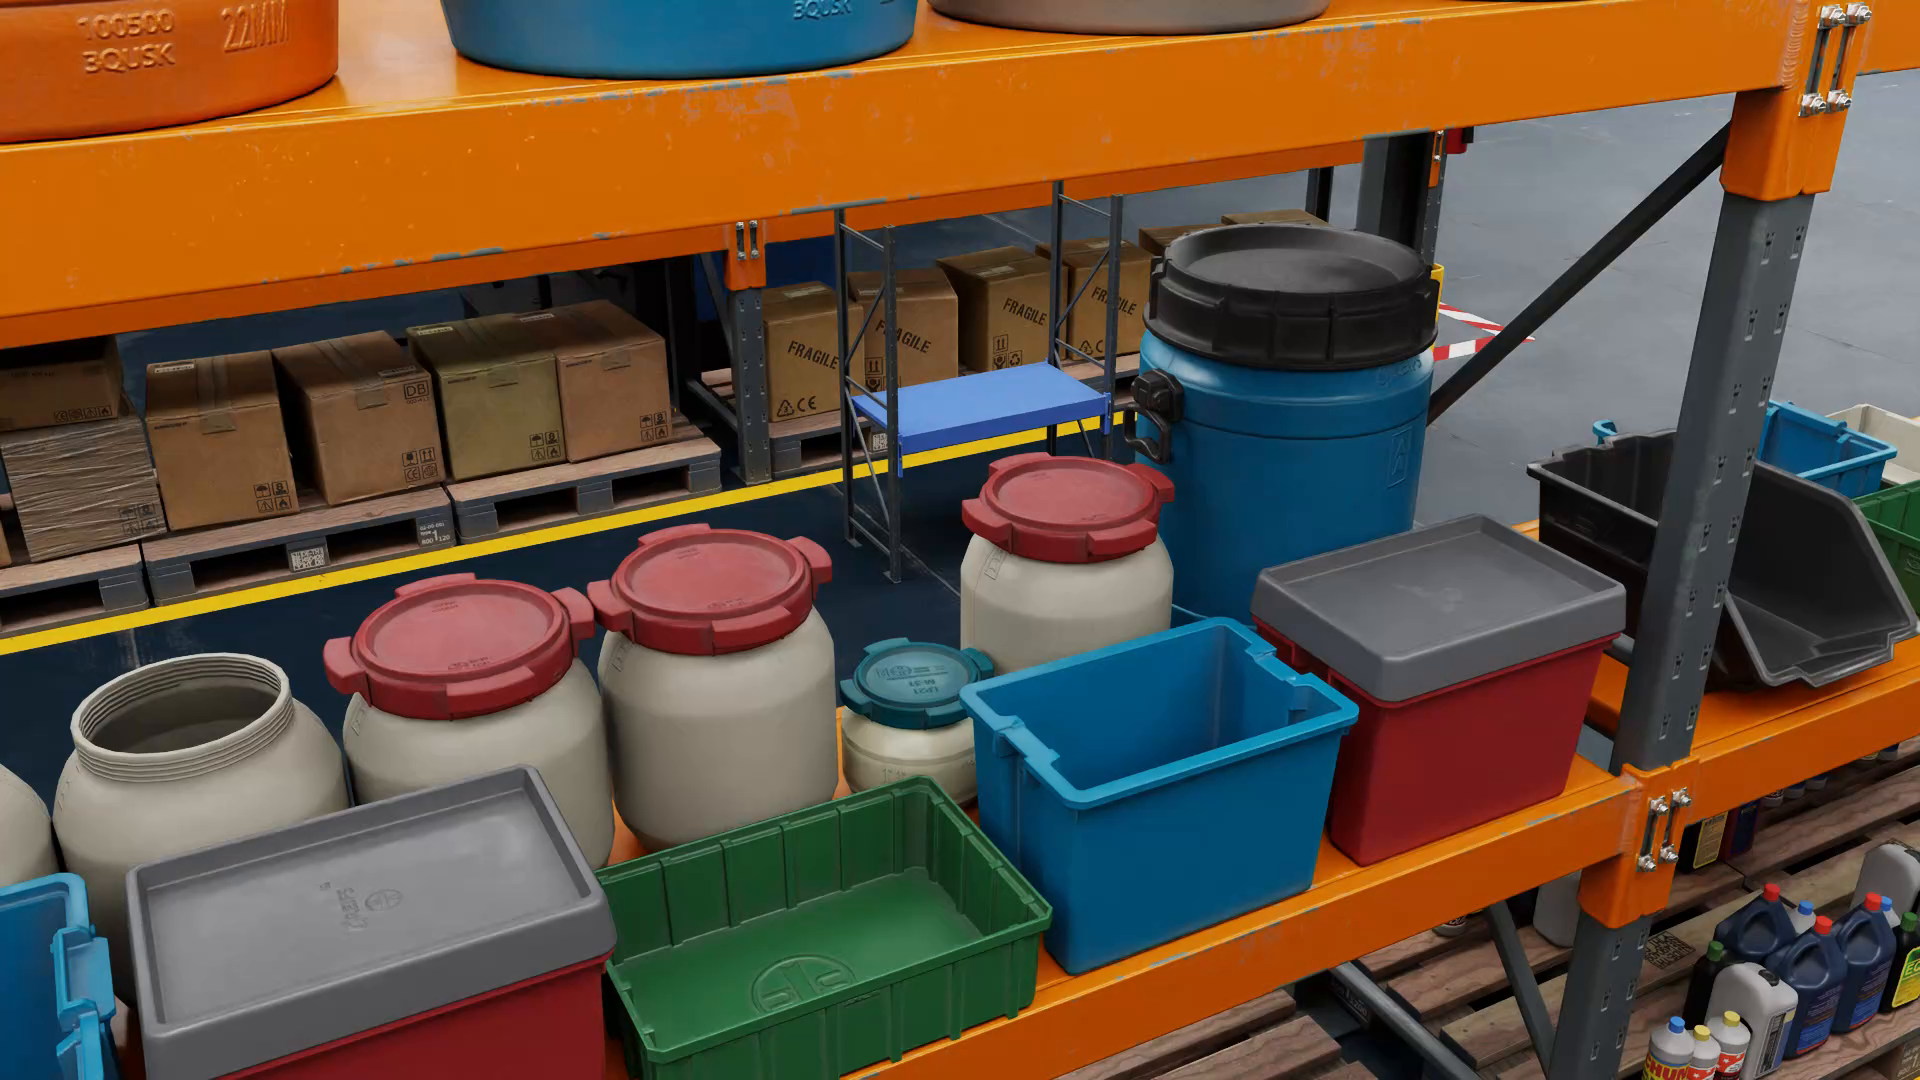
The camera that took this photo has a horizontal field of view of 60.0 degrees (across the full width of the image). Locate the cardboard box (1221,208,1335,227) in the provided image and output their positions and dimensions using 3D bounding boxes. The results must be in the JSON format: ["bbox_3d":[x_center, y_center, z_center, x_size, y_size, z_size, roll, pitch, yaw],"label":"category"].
[{"bbox_3d":[1.799,-1.556,9.428,0.500,0.500,0.500,-8,27,-16],"label":"cardboard box"}]

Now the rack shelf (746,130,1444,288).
[{"bbox_3d":[0.593,-1.883,8.537,4.000,0.370,1.077,-13,29,-25],"label":"rack shelf"}]

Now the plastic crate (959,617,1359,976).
[{"bbox_3d":[0.332,0.443,2.881,0.575,0.384,0.392,-13,29,-25],"label":"plastic crate"}]

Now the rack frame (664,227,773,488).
[{"bbox_3d":[-1.171,-1.800,7.533,0.127,3.000,1.000,-13,29,-25],"label":"rack frame"}]

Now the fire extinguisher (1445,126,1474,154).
[{"bbox_3d":[2.676,-2.427,8.928,0.183,0.674,0.296,-13,29,-25],"label":"fire extinguisher"}]

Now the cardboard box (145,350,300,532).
[{"bbox_3d":[-3.139,-0.436,7.073,0.500,0.500,0.700,-11,28,-21],"label":"cardboard box"}]

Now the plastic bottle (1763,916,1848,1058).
[{"bbox_3d":[2.067,1.082,4.083,0.185,0.351,0.144,-12,28,-24],"label":"plastic bottle"}]

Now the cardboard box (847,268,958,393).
[{"bbox_3d":[-0.298,-1.048,8.370,0.500,0.500,0.500,-4,26,-9],"label":"cardboard box"}]

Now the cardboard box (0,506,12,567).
[{"bbox_3d":[-4.119,-0.200,6.582,0.500,0.500,0.700,-15,29,-28],"label":"cardboard box"}]

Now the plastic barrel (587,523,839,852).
[{"bbox_3d":[-0.435,0.291,3.021,0.433,0.535,0.433,0,26,0],"label":"plastic barrel"}]

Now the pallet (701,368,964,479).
[{"bbox_3d":[-0.595,-0.693,8.449,1.213,0.211,1.003,-13,29,-25],"label":"pallet"}]

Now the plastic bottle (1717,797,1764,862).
[{"bbox_3d":[2.242,0.781,4.788,0.133,0.283,0.061,-13,29,-25],"label":"plastic bottle"}]

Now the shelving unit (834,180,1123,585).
[{"bbox_3d":[0.075,-0.693,6.962,1.048,1.500,0.538,-13,29,-25],"label":"shelving unit"}]

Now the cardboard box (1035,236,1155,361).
[{"bbox_3d":[0.727,-1.301,8.897,0.500,0.500,0.500,-10,27,-20],"label":"cardboard box"}]

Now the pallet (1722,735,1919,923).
[{"bbox_3d":[2.849,0.978,4.969,1.213,0.211,1.003,-13,29,-25],"label":"pallet"}]

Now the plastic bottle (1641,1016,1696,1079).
[{"bbox_3d":[1.647,1.226,3.875,0.097,0.271,0.097,0,26,0],"label":"plastic bottle"}]

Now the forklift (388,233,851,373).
[{"bbox_3d":[-2.138,-2.296,8.646,3.031,2.935,1.130,-14,29,-26],"label":"forklift"}]

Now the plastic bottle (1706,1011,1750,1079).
[{"bbox_3d":[1.826,1.216,3.976,0.097,0.201,0.097,0,26,0],"label":"plastic bottle"}]

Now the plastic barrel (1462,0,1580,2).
[{"bbox_3d":[0.813,-1.300,2.447,0.708,0.901,0.600,-13,29,-25],"label":"plastic barrel"}]

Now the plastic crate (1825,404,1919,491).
[{"bbox_3d":[2.473,-0.217,4.540,0.437,0.136,0.530,-13,29,-25],"label":"plastic crate"}]

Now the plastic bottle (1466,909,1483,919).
[{"bbox_3d":[1.429,0.894,4.552,0.133,0.283,0.061,-11,28,-23],"label":"plastic bottle"}]

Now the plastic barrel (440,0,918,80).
[{"bbox_3d":[-0.341,-1.033,1.892,0.708,0.901,0.600,-13,29,-25],"label":"plastic barrel"}]

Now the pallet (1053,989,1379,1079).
[{"bbox_3d":[0.485,1.524,3.832,1.213,0.211,1.003,-13,29,-25],"label":"pallet"}]

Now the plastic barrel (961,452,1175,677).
[{"bbox_3d":[0.212,0.142,3.332,0.433,0.535,0.433,0,26,0],"label":"plastic barrel"}]

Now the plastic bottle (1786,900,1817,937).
[{"bbox_3d":[2.138,1.042,4.258,0.097,0.271,0.097,0,26,0],"label":"plastic bottle"}]

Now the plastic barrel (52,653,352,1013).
[{"bbox_3d":[-1.191,0.479,2.657,0.421,0.512,0.421,0,26,0],"label":"plastic barrel"}]

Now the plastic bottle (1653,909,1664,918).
[{"bbox_3d":[1.853,0.893,4.564,0.135,0.276,0.152,-13,29,-25],"label":"plastic bottle"}]

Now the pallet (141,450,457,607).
[{"bbox_3d":[-2.935,-0.133,7.284,1.213,0.211,1.003,-13,29,-25],"label":"pallet"}]

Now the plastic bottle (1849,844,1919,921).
[{"bbox_3d":[2.517,0.939,4.467,0.135,0.276,0.152,-13,29,-25],"label":"plastic bottle"}]

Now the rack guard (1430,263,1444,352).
[{"bbox_3d":[2.291,-1.472,9.738,0.348,0.500,1.175,-13,29,-25],"label":"rack guard"}]

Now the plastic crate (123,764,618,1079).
[{"bbox_3d":[-0.800,0.666,2.324,0.583,0.464,0.402,-13,29,-25],"label":"plastic crate"}]

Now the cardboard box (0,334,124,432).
[{"bbox_3d":[-3.660,-0.654,6.660,0.500,0.250,0.500,-10,27,-19],"label":"cardboard box"}]

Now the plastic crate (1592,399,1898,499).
[{"bbox_3d":[2.008,-0.170,4.310,0.616,0.251,0.499,-13,29,-25],"label":"plastic crate"}]

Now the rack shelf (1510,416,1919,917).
[{"bbox_3d":[2.924,0.009,4.597,4.000,0.370,1.077,-13,29,-25],"label":"rack shelf"}]

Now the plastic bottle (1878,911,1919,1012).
[{"bbox_3d":[2.399,1.056,4.215,0.133,0.283,0.061,-12,28,-23],"label":"plastic bottle"}]

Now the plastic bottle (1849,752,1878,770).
[{"bbox_3d":[2.851,0.612,5.235,0.097,0.201,0.097,0,26,0],"label":"plastic bottle"}]

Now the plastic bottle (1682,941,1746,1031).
[{"bbox_3d":[1.869,1.104,4.115,0.133,0.283,0.061,-13,29,-25],"label":"plastic bottle"}]

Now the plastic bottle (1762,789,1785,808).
[{"bbox_3d":[2.464,0.701,5.049,0.097,0.201,0.097,0,26,0],"label":"plastic bottle"}]

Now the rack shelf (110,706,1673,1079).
[{"bbox_3d":[-0.605,0.824,2.900,4.000,0.370,1.077,-13,29,-25],"label":"rack shelf"}]

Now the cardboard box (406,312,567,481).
[{"bbox_3d":[-2.153,-0.664,7.548,0.500,0.500,0.700,-13,29,-25],"label":"cardboard box"}]

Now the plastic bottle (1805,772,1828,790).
[{"bbox_3d":[2.640,0.629,5.118,0.097,0.271,0.097,0,26,0],"label":"plastic bottle"}]

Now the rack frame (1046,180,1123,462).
[{"bbox_3d":[0.524,-0.797,7.177,0.032,1.500,0.500,-13,29,-25],"label":"rack frame"}]
